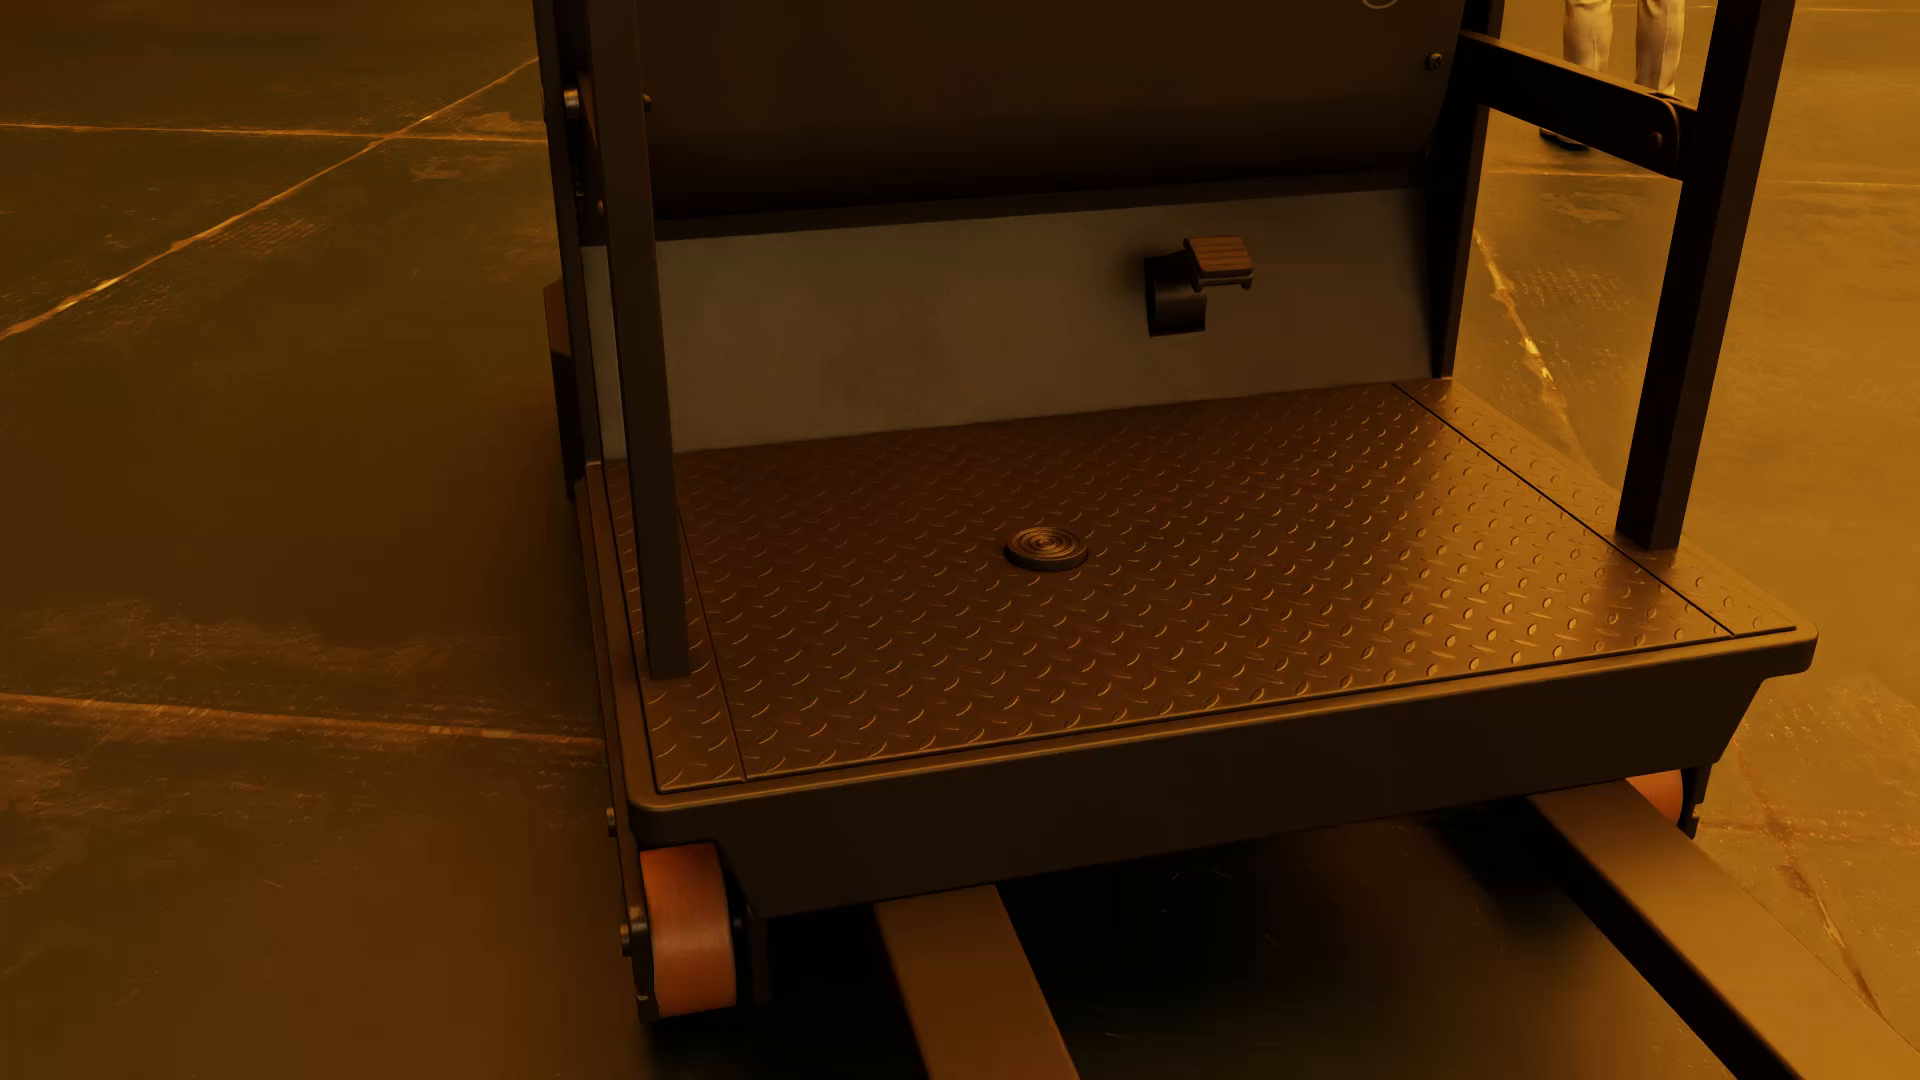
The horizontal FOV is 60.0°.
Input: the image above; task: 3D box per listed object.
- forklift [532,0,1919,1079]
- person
[{"bbox_3d":[0.153,-1.049,1.319,1.130,2.935,3.031,-7,27,-13],"label":"forklift"},{"bbox_3d":[1.783,-1.918,4.430,0.587,1.694,0.530,4,27,9],"label":"person"}]
